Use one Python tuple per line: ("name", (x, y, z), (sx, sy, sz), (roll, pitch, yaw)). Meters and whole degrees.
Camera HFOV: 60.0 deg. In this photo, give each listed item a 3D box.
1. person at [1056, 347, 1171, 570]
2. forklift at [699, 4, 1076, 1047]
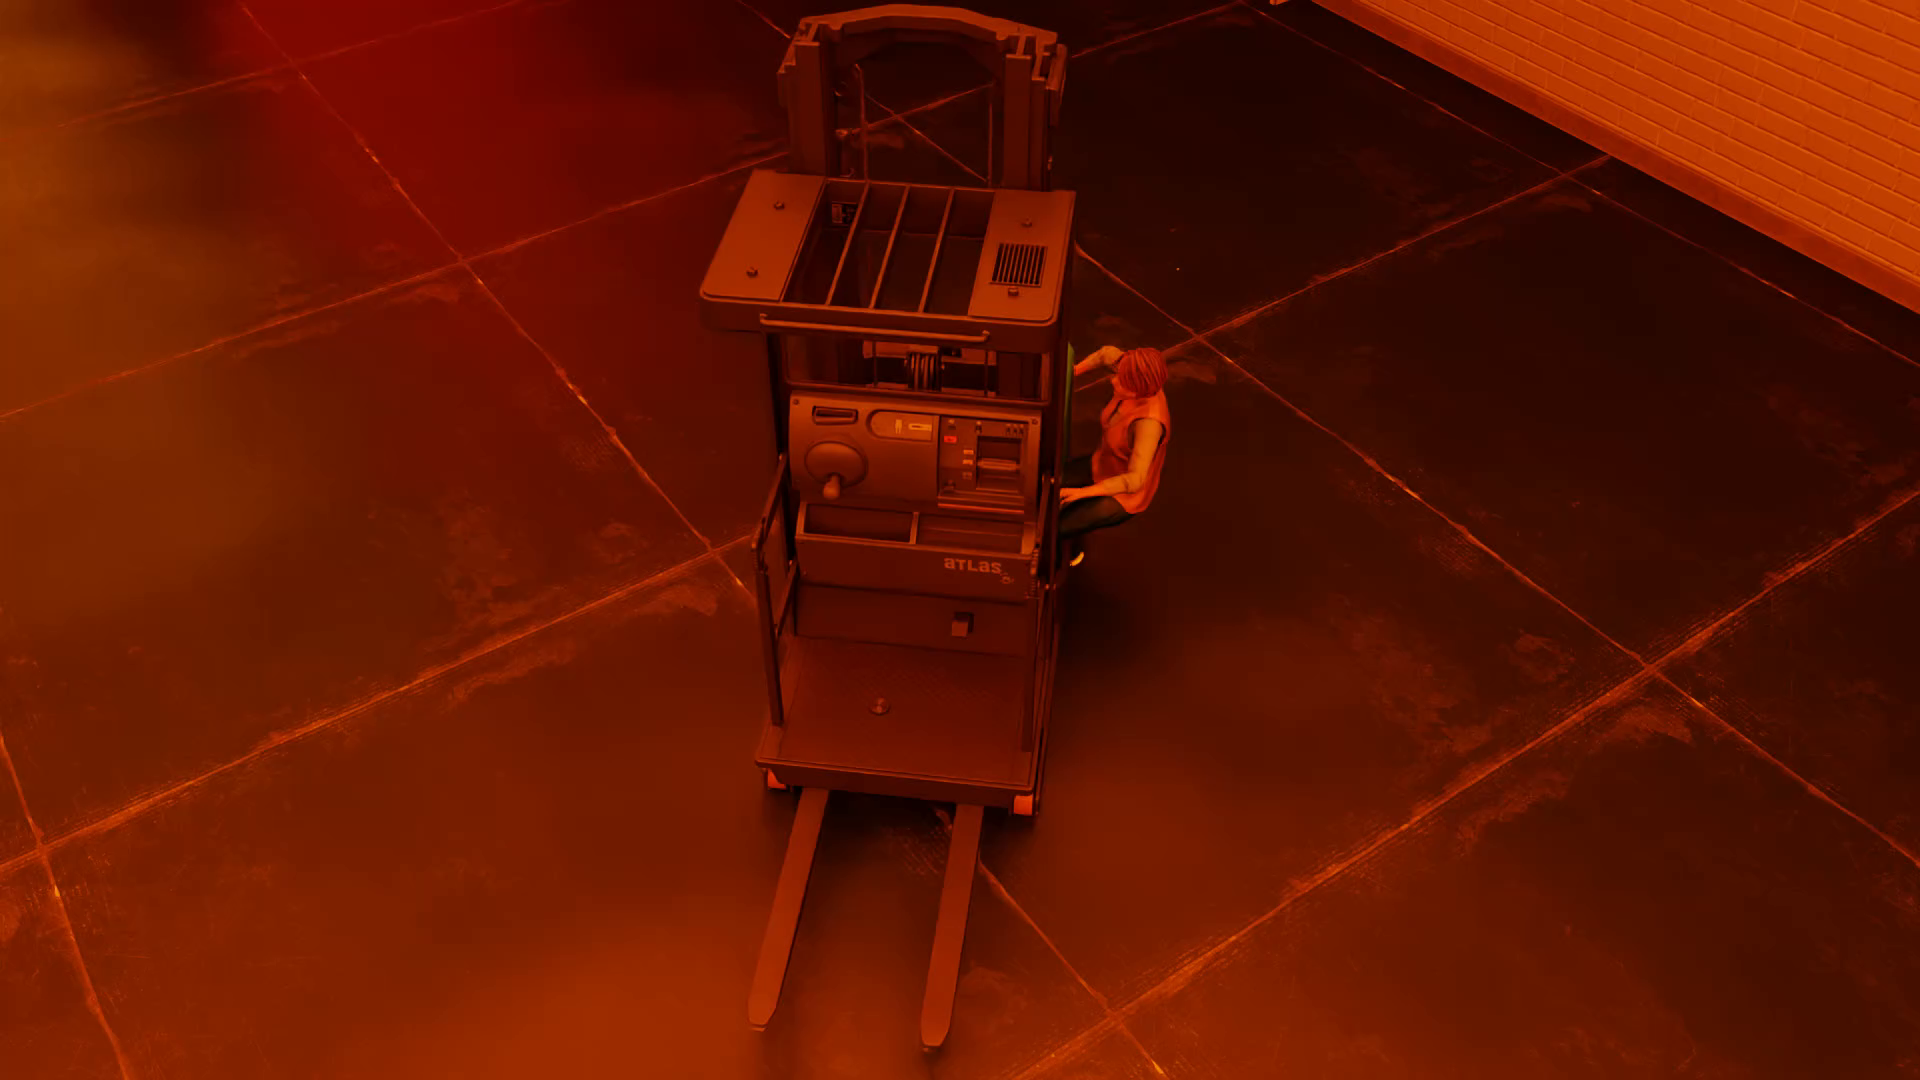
("person", (0.489, -0.272, 7.152), (0.756, 1.365, 0.893), (-13, 44, -14))
("forklift", (-0.195, -0.232, 5.967), (1.130, 2.935, 3.031), (5, 43, 6))
